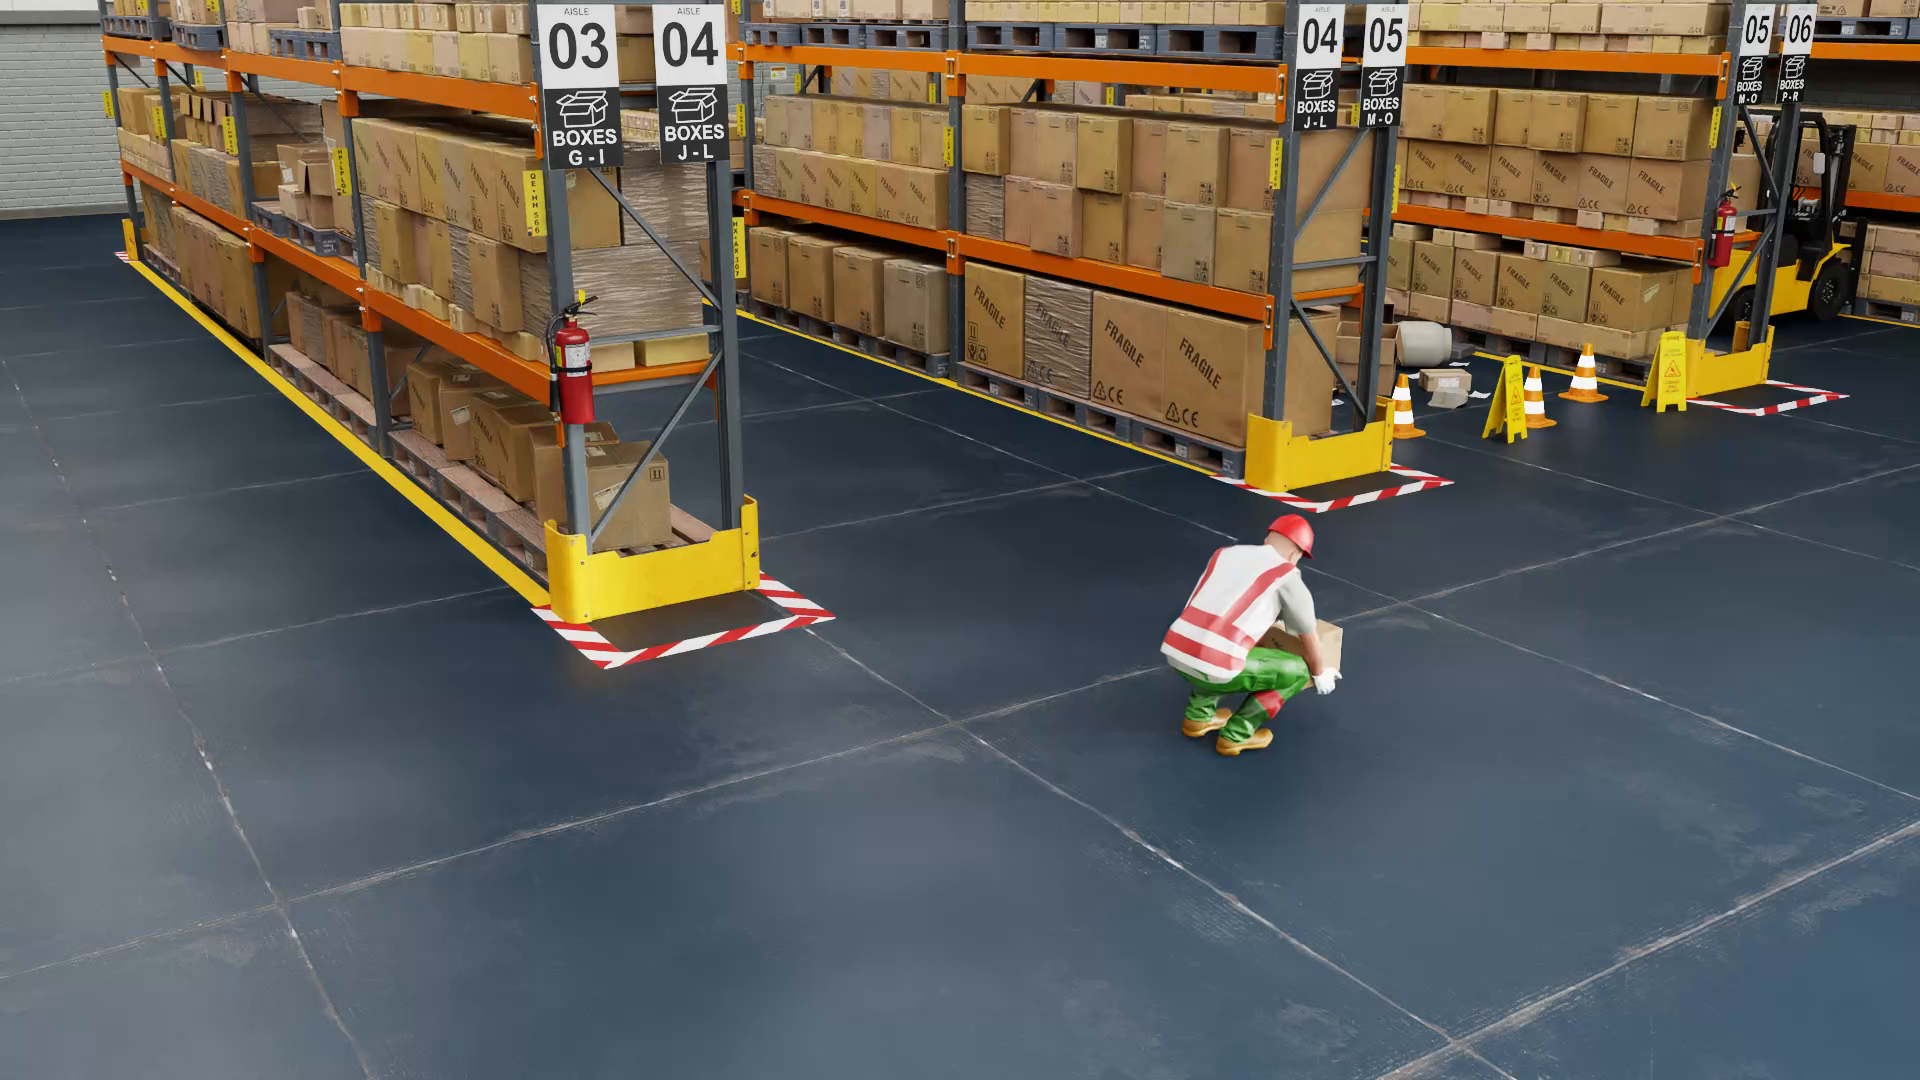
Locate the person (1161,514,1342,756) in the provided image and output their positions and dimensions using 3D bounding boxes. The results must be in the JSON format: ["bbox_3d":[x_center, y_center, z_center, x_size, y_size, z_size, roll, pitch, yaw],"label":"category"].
[{"bbox_3d":[1.314,0.411,7.551,0.863,0.992,0.568,-11,21,-31],"label":"person"}]
